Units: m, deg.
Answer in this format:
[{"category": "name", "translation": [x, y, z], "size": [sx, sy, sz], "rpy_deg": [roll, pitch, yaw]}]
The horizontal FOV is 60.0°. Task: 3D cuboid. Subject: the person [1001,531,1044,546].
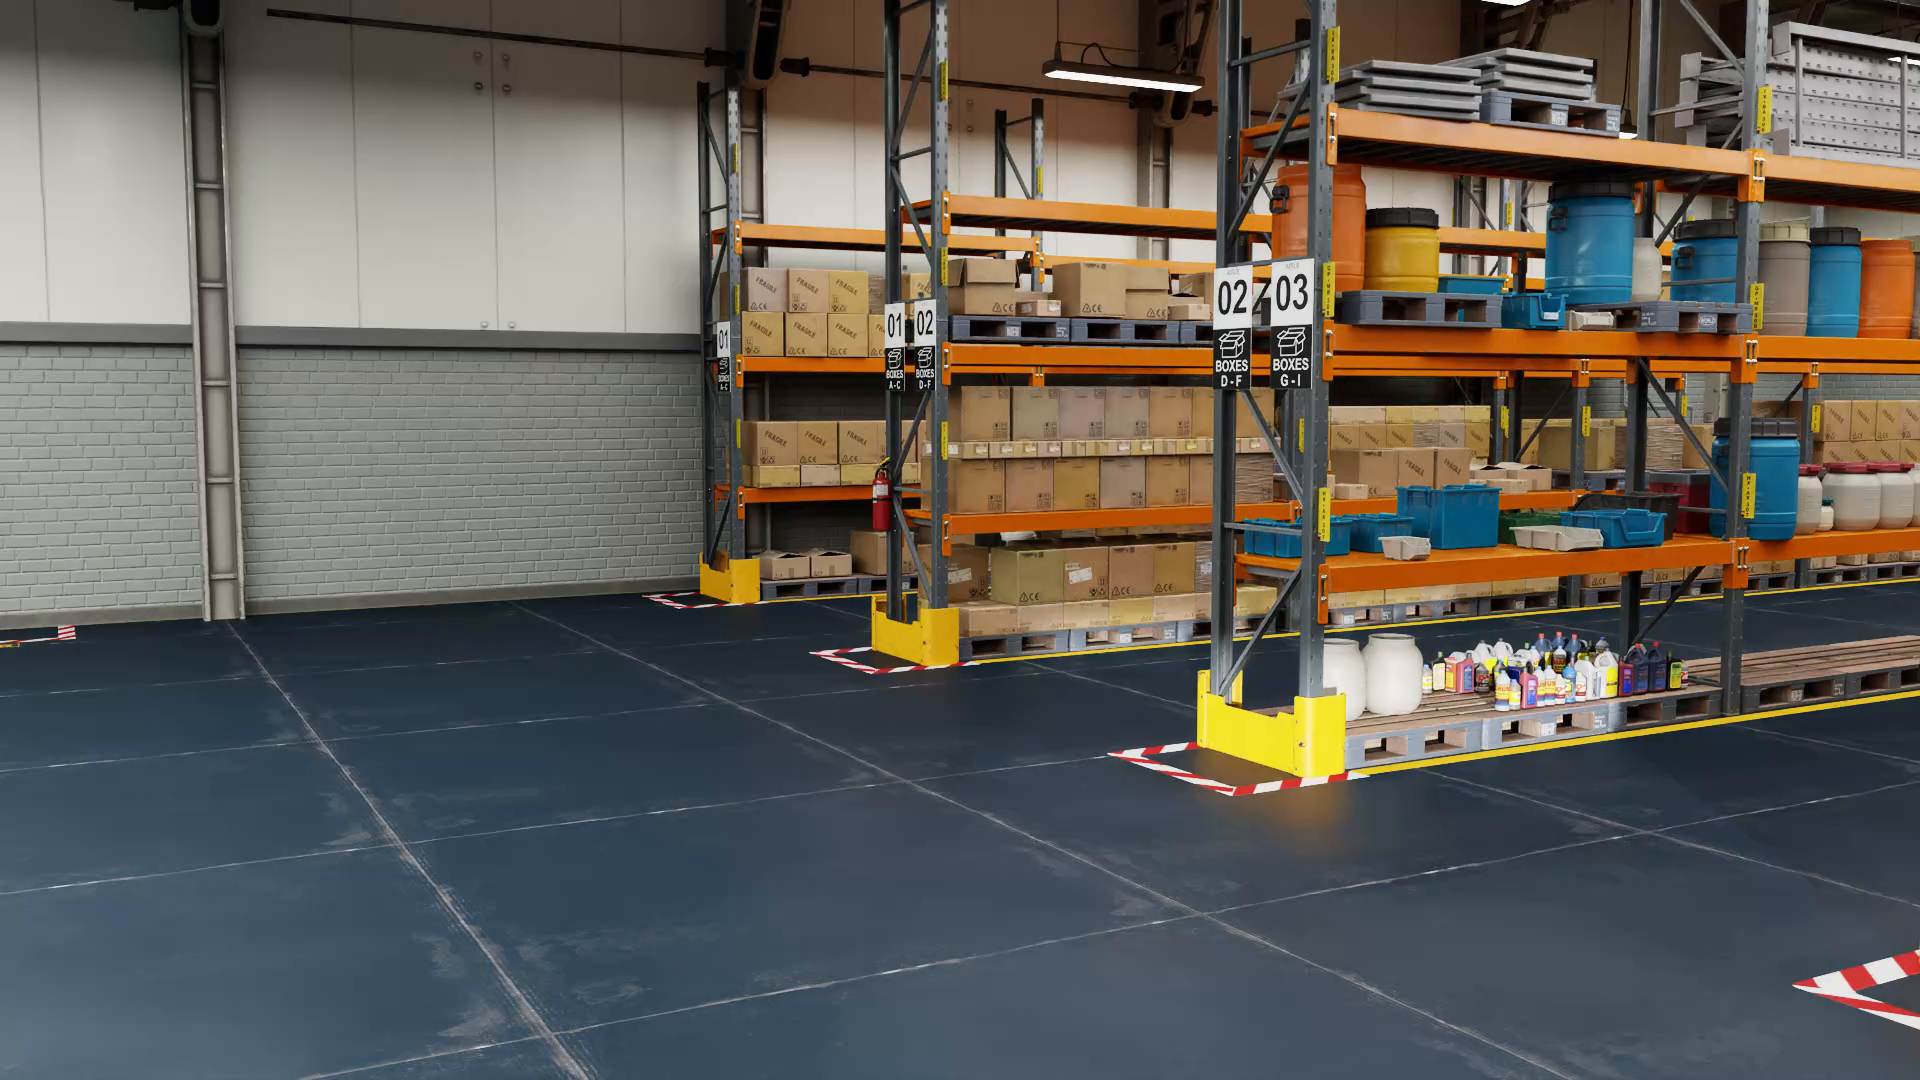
[{"category": "person", "translation": [0.670, -0.027, 17.462], "size": [0.454, 1.761, 0.636], "rpy_deg": [-3, 6, -32]}]
